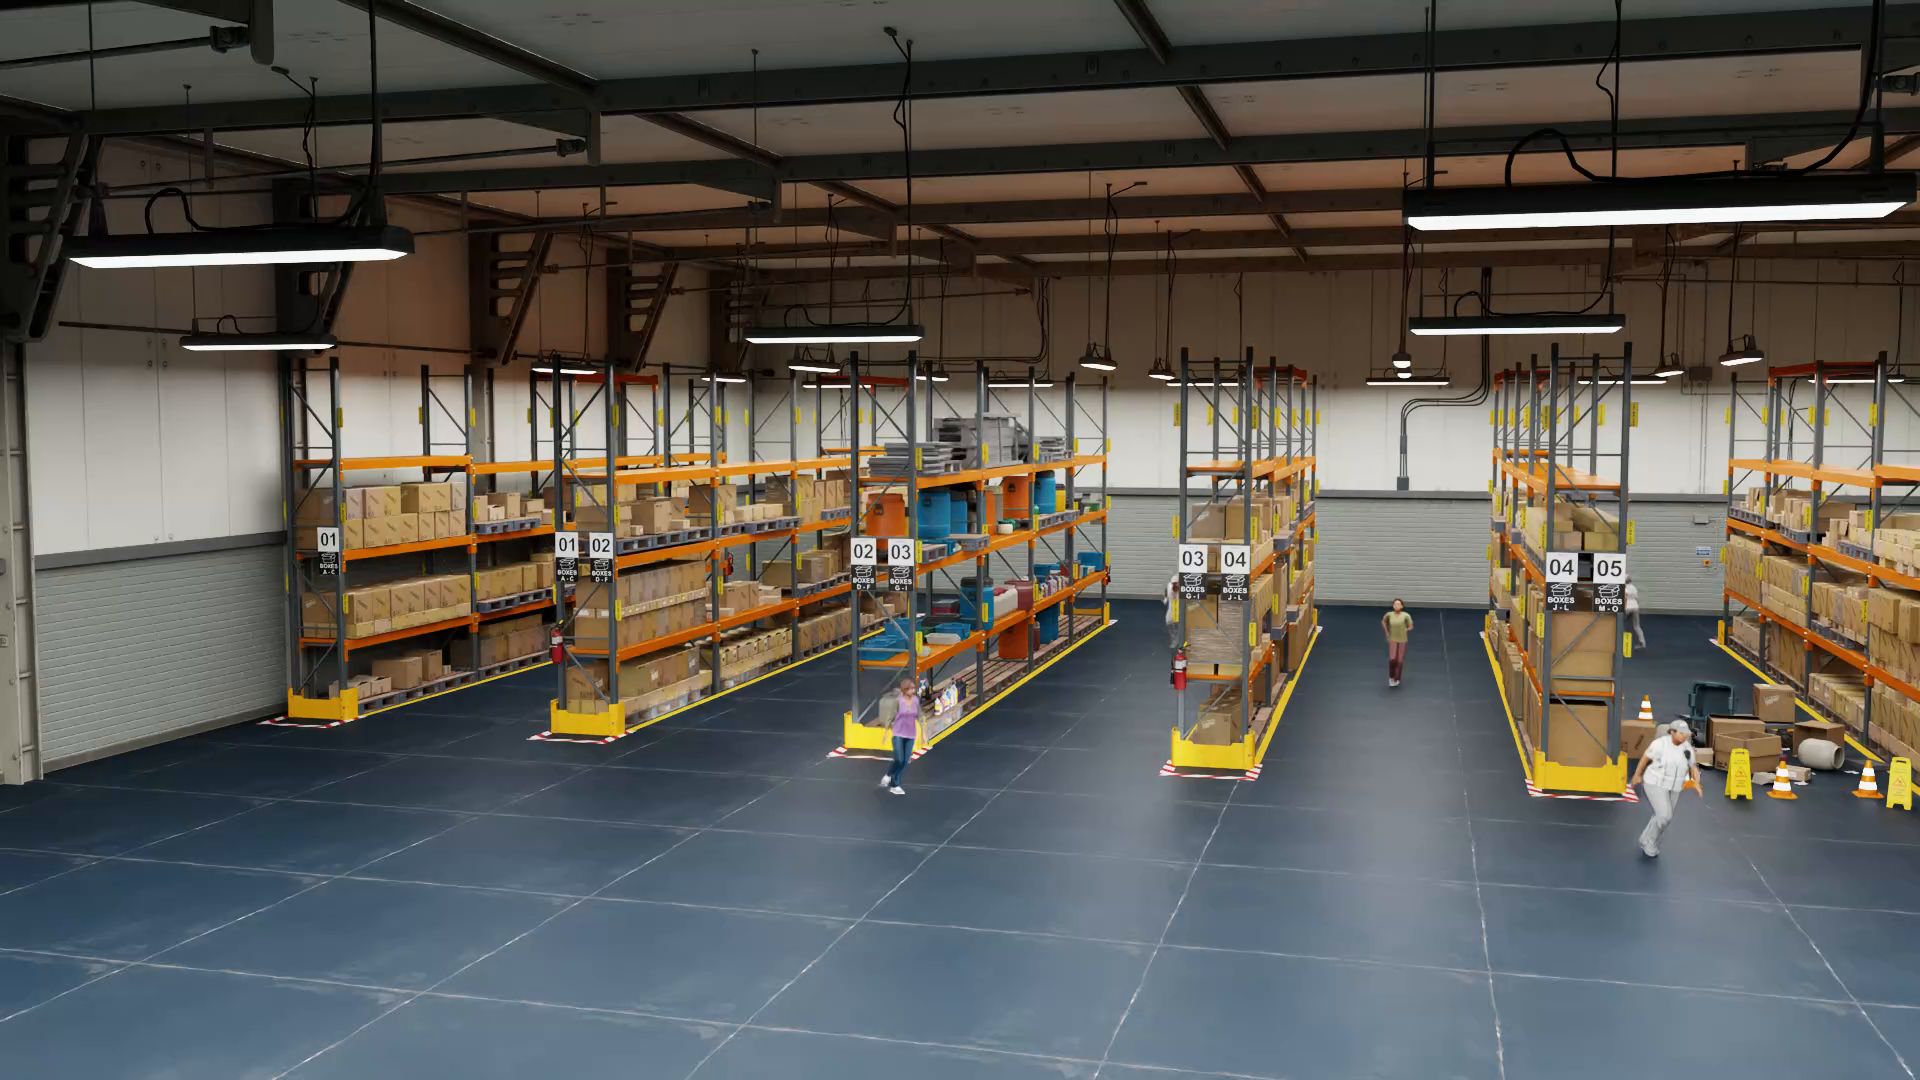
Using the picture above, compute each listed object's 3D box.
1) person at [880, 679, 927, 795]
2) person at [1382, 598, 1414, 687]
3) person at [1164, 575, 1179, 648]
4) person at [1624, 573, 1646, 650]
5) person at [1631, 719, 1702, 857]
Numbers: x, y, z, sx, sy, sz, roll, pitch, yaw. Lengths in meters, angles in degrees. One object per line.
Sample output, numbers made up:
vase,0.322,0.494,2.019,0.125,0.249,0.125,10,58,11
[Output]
person,-0.756,2.604,22.030,0.550,1.572,0.501,-2,5,-29
person,8.132,1.907,30.901,0.573,1.647,0.637,1,4,14
person,4.744,1.525,36.194,0.718,1.591,1.121,2,5,22
person,14.408,1.556,35.787,0.574,1.660,0.956,-1,4,-12
person,8.041,2.809,18.879,0.553,1.606,0.766,-1,4,-14
